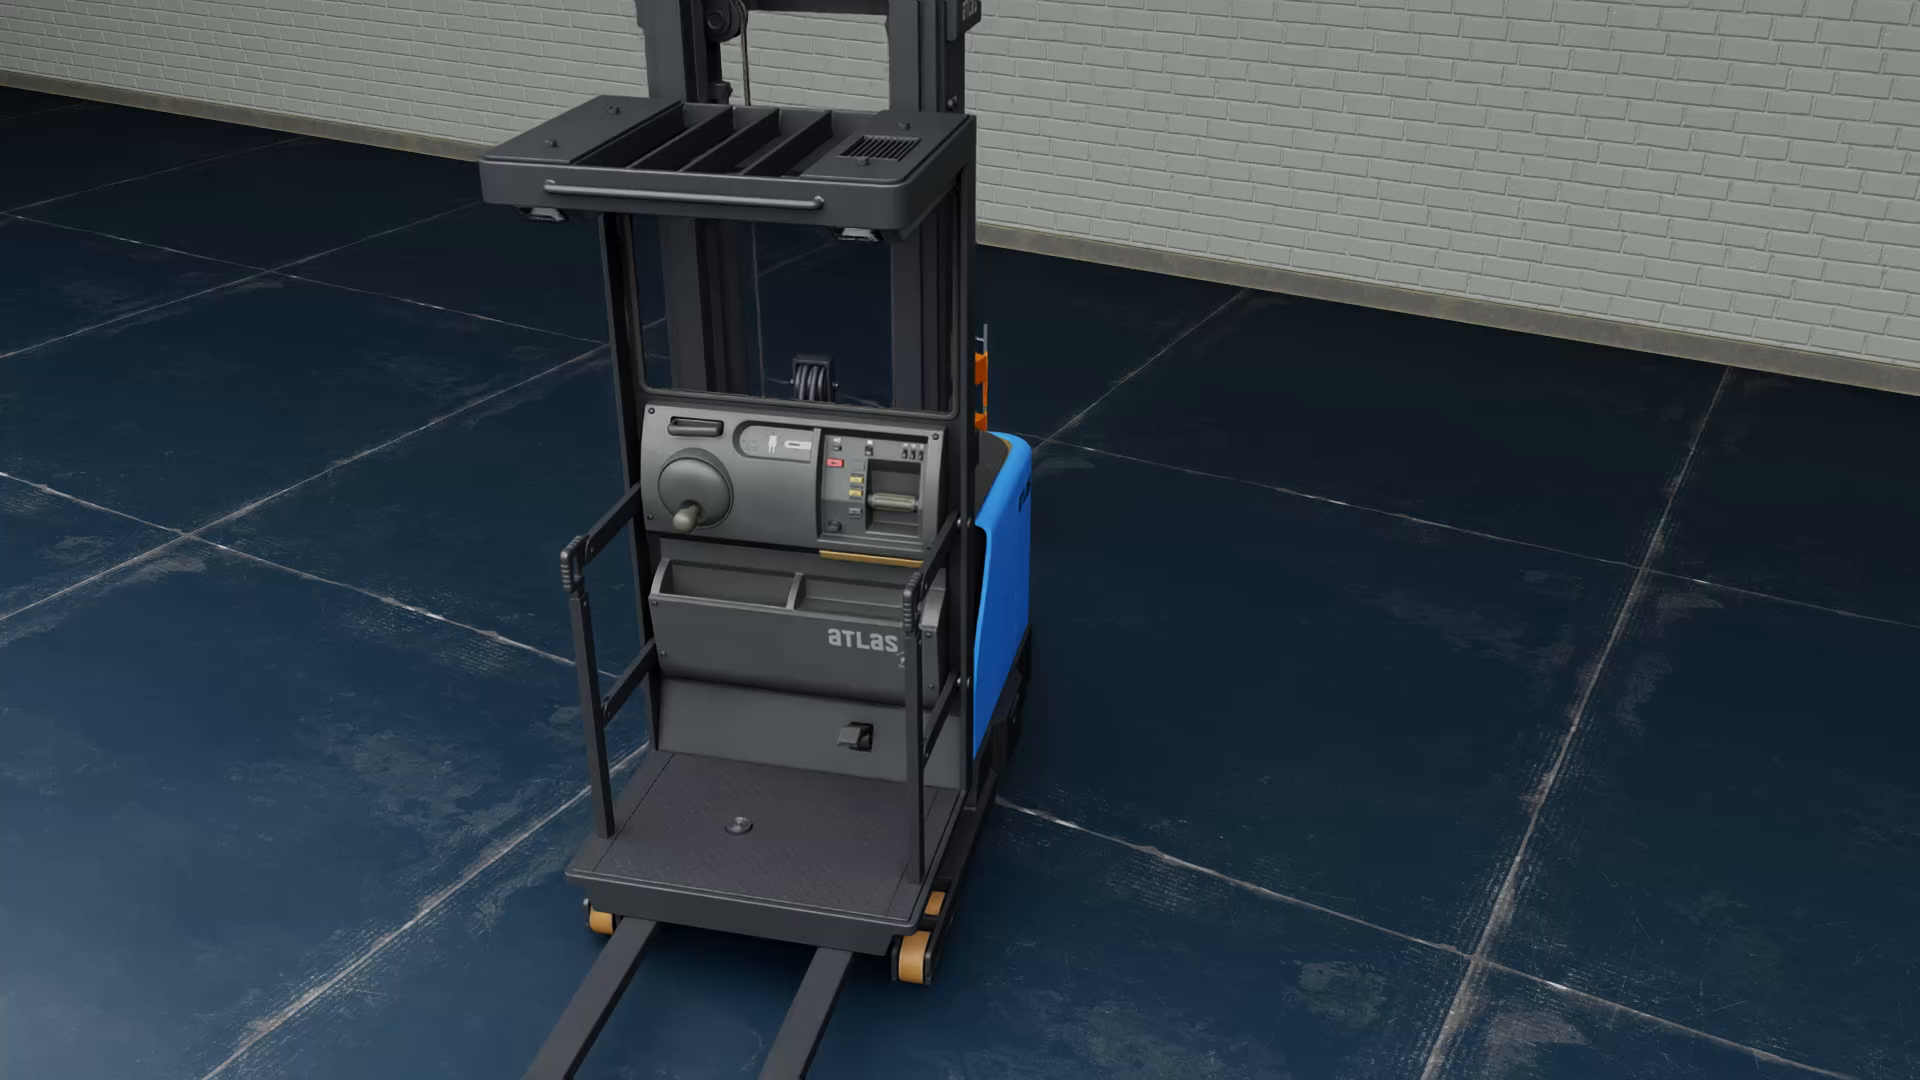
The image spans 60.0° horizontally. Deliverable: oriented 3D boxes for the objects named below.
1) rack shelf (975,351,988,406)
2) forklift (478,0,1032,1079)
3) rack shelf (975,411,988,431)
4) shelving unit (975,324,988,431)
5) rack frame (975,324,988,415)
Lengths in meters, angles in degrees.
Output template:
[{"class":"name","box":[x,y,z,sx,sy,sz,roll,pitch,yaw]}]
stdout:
[{"class":"rack shelf","box":[-0.026,-0.693,7.351,0.215,0.259,0.240,14,30,26]},{"class":"forklift","box":[-0.552,-0.148,4.771,1.130,2.935,3.031,6,27,12]},{"class":"rack shelf","box":[-0.026,-0.439,7.478,0.215,0.259,0.240,14,30,26]},{"class":"shelving unit","box":[-0.026,-0.449,7.473,0.215,1.050,0.252,14,30,26]},{"class":"rack frame","box":[0.034,-0.496,7.568,0.200,1.050,0.008,14,30,26]}]
